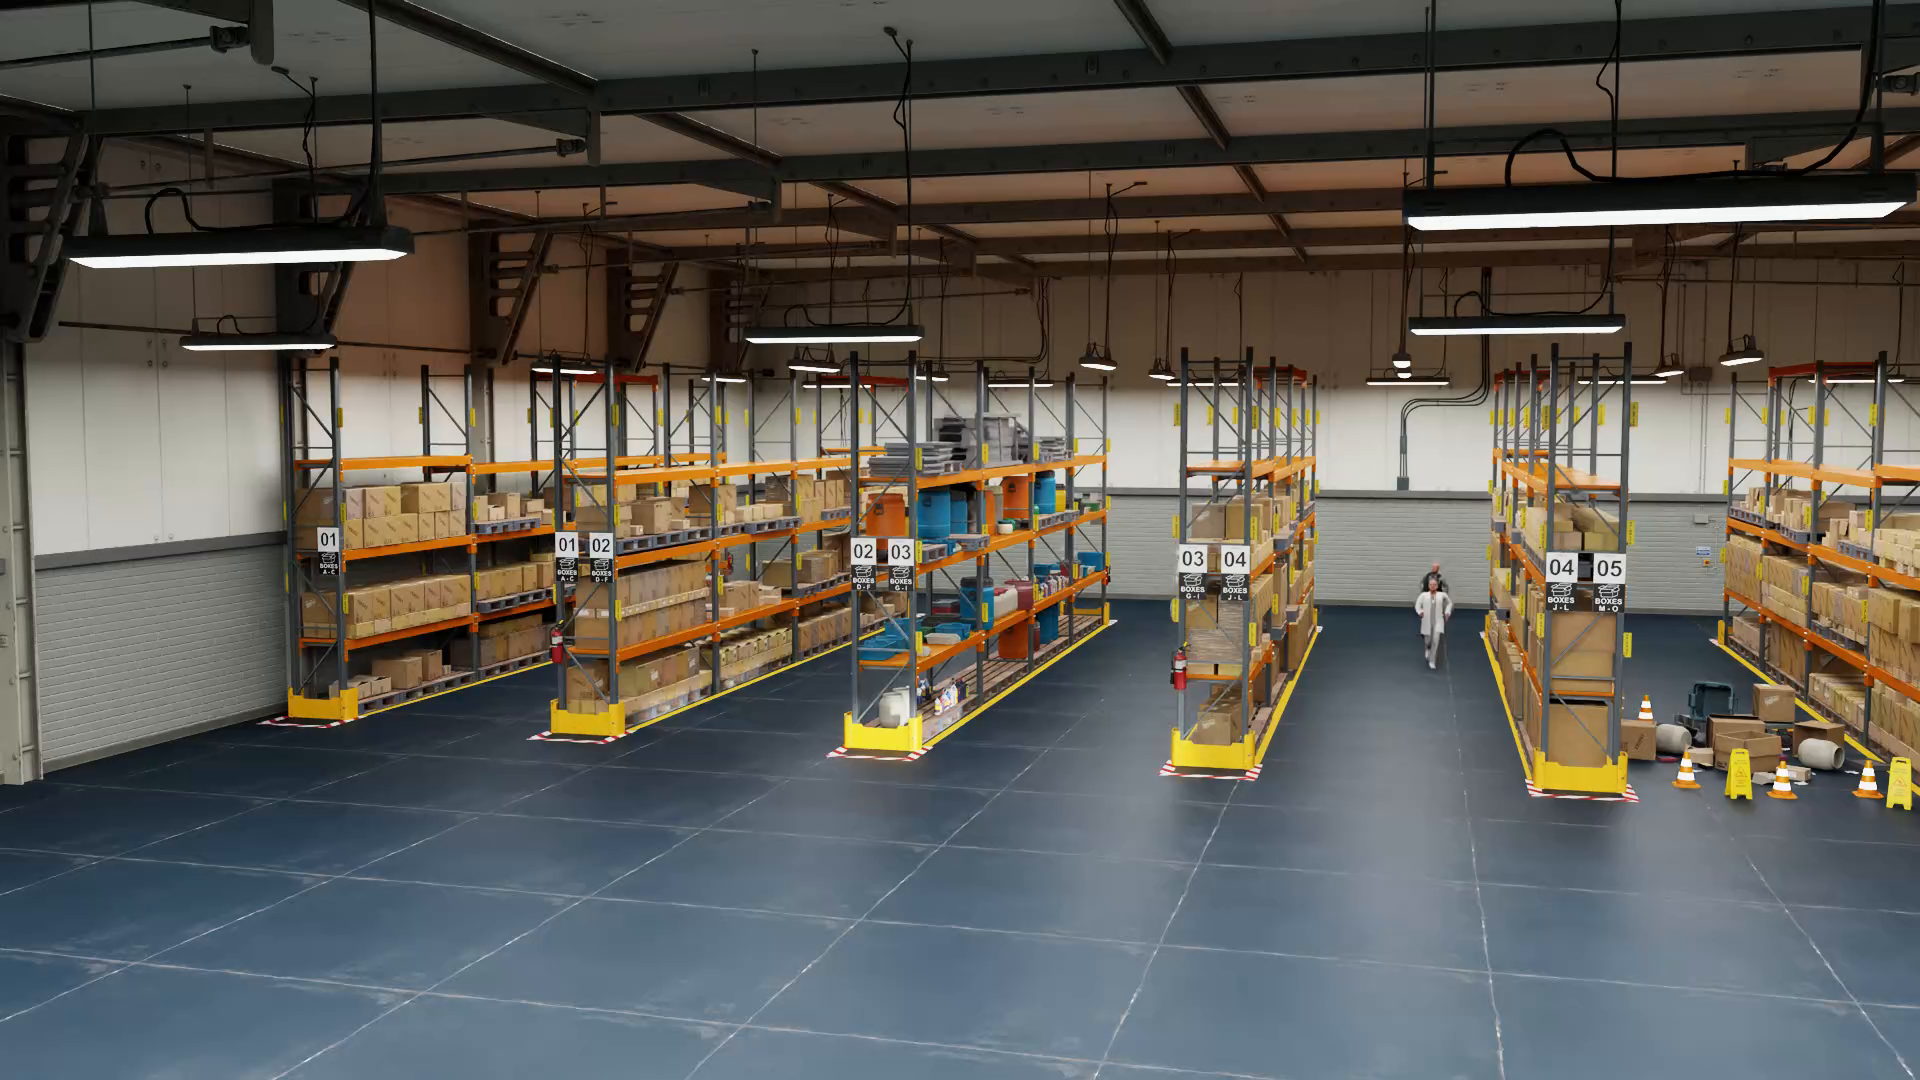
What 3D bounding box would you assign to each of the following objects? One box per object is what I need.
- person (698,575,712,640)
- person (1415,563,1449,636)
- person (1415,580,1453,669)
[{"bbox_3d":[-5.319,1.580,34.598,0.707,1.727,0.724,1,4,16],"label":"person"},{"bbox_3d":[10.854,1.365,38.165,0.730,1.683,0.736,4,6,41],"label":"person"},{"bbox_3d":[9.565,1.679,33.594,0.724,1.765,0.956,1,4,18],"label":"person"}]
